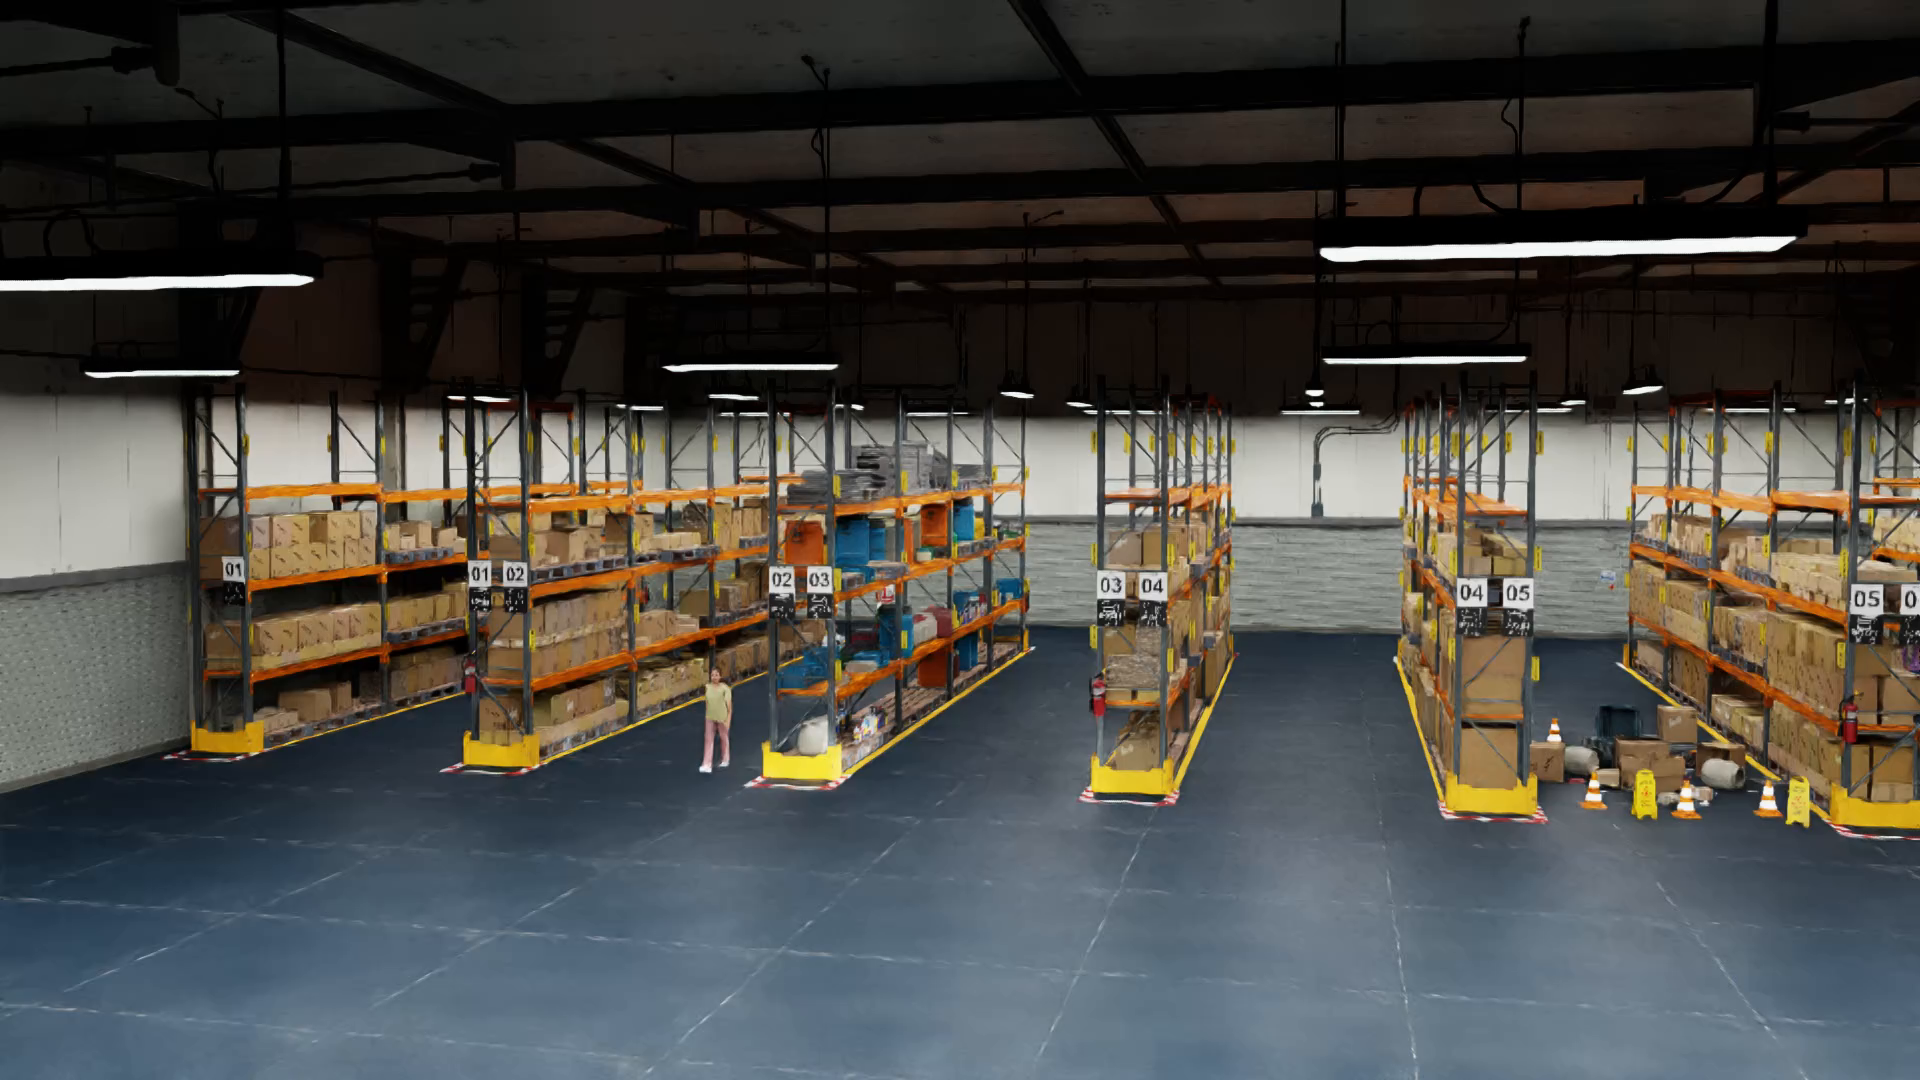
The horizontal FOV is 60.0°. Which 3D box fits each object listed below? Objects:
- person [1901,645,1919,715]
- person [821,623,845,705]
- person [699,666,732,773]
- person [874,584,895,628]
[{"bbox_3d":[17.658,2.430,30.917,0.538,1.576,0.541,2,4,33],"label":"person"},{"bbox_3d":[-2.413,2.366,31.995,0.592,1.629,0.526,1,3,10],"label":"person"},{"bbox_3d":[-3.702,2.725,25.381,0.459,1.599,1.031,0,3,7],"label":"person"},{"bbox_3d":[-2.018,1.651,43.098,0.706,1.785,0.469,-2,4,-30],"label":"person"}]
